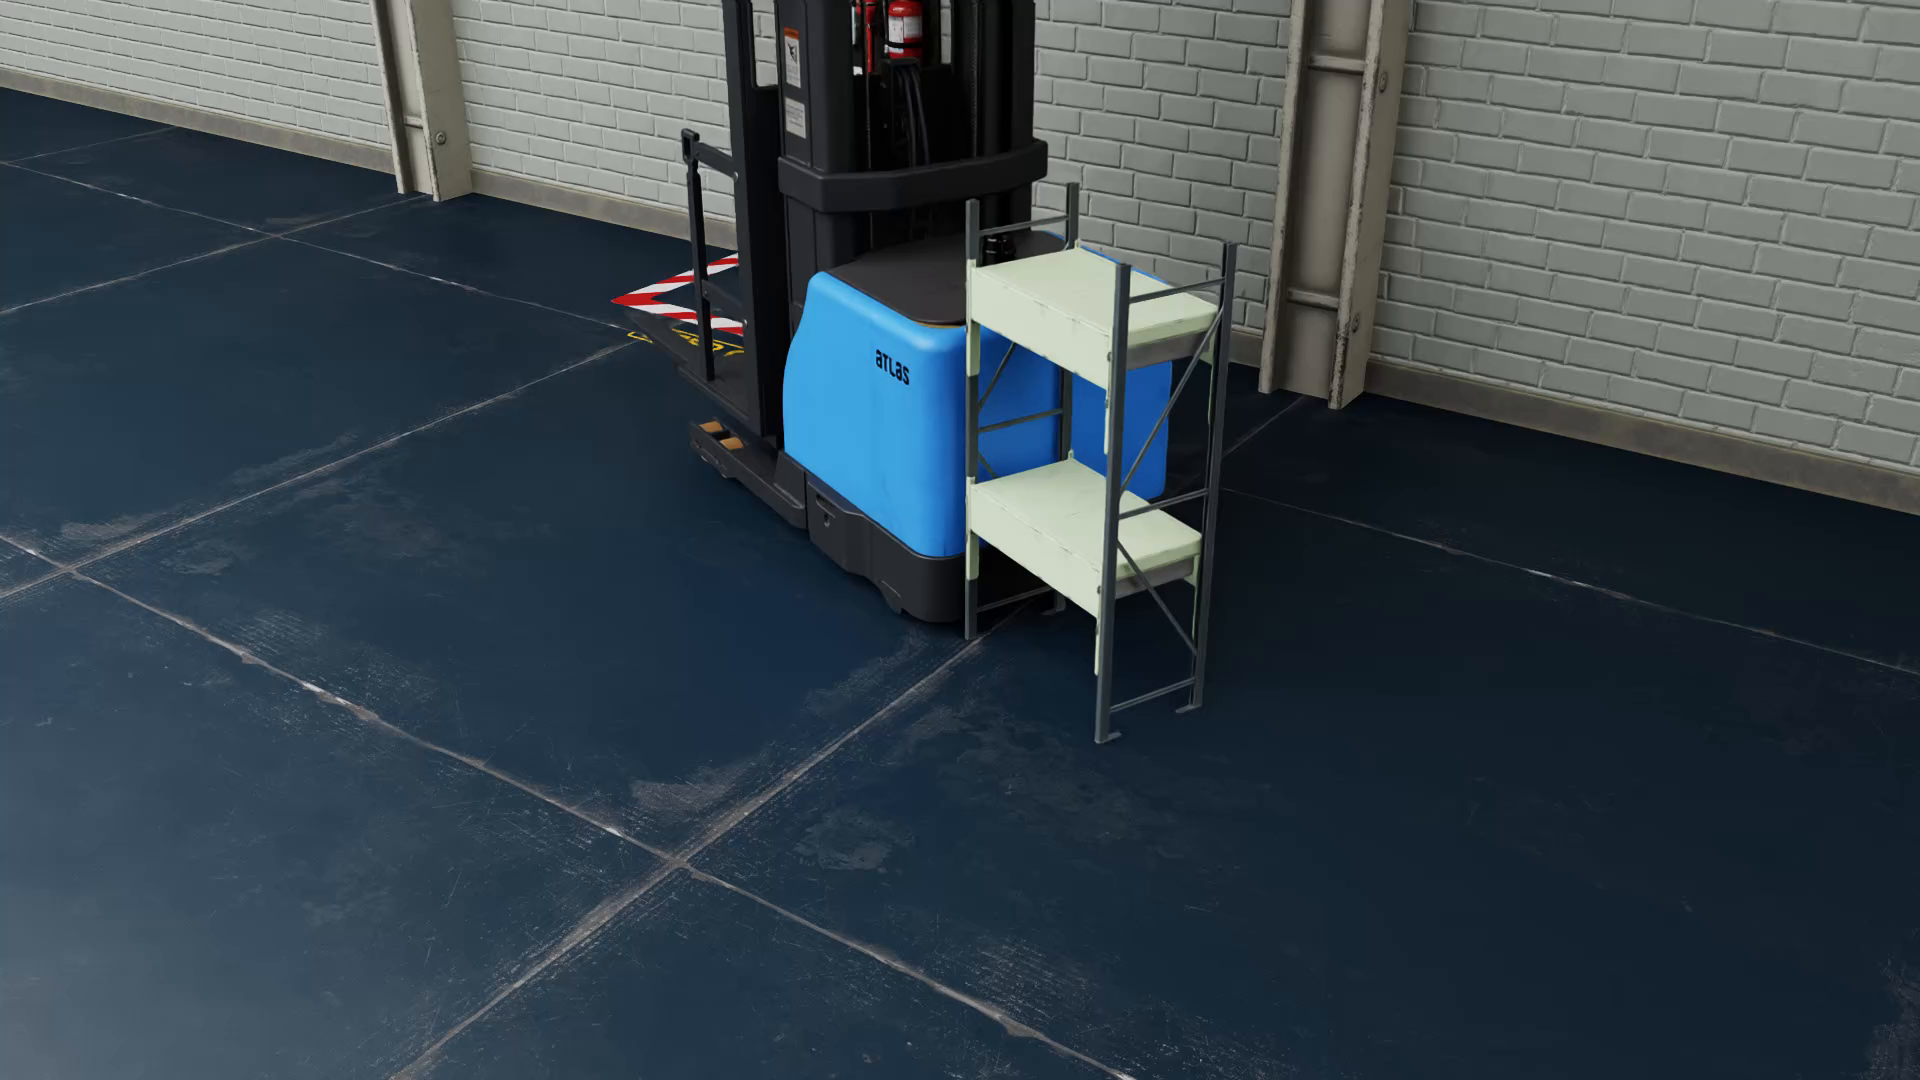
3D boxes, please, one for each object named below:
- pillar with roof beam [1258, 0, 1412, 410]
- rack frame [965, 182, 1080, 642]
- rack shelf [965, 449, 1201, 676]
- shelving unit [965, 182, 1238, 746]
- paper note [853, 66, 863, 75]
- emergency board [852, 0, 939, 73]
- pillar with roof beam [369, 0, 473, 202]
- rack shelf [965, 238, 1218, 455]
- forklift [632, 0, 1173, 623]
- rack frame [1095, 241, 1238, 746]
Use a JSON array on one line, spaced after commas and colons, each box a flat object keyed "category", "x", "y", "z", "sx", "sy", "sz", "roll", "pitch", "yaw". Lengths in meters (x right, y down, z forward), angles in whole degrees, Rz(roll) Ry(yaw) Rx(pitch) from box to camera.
[{"category": "pillar with roof beam", "x": -0.830, "y": -3.086, "z": 2.393, "sx": 0.400, "sy": 9.000, "sz": 9.100, "roll": 17, "pitch": 32, "yaw": 30}, {"category": "rack frame", "x": 0.192, "y": -0.380, "z": 5.343, "sx": 0.400, "sy": 1.500, "sz": 0.023, "roll": -16, "pitch": 31, "yaw": -29}, {"category": "rack shelf", "x": 0.388, "y": 0.051, "z": 5.215, "sx": 0.431, "sy": 0.370, "sz": 0.720, "roll": -16, "pitch": 31, "yaw": -29}, {"category": "shelving unit", "x": 0.388, "y": -0.240, "z": 5.067, "sx": 0.431, "sy": 1.500, "sz": 0.755, "roll": -16, "pitch": 31, "yaw": -29}, {"category": "paper note", "x": -0.515, "y": -2.350, "z": 8.531, "sx": 0.142, "sy": 0.148, "sz": 0.016, "roll": 17, "pitch": 32, "yaw": 30}, {"category": "emergency board", "x": -0.408, "y": -2.671, "z": 8.191, "sx": 0.643, "sy": 1.169, "sz": 0.194, "roll": 17, "pitch": 32, "yaw": 30}, {"category": "pillar with roof beam", "x": -5.776, "y": -4.627, "z": 5.421, "sx": 0.400, "sy": 9.000, "sz": 9.100, "roll": 17, "pitch": 32, "yaw": 30}, {"category": "rack shelf", "x": 0.388, "y": -0.587, "z": 4.890, "sx": 0.431, "sy": 0.370, "sz": 0.720, "roll": -16, "pitch": 31, "yaw": -29}, {"category": "forklift", "x": -0.460, "y": -1.656, "z": 6.272, "sx": 1.130, "sy": 2.935, "sz": 3.031, "roll": -16, "pitch": 31, "yaw": -28}, {"category": "rack frame", "x": 0.584, "y": -0.099, "z": 4.792, "sx": 0.400, "sy": 1.500, "sz": 0.023, "roll": -16, "pitch": 31, "yaw": -29}]
